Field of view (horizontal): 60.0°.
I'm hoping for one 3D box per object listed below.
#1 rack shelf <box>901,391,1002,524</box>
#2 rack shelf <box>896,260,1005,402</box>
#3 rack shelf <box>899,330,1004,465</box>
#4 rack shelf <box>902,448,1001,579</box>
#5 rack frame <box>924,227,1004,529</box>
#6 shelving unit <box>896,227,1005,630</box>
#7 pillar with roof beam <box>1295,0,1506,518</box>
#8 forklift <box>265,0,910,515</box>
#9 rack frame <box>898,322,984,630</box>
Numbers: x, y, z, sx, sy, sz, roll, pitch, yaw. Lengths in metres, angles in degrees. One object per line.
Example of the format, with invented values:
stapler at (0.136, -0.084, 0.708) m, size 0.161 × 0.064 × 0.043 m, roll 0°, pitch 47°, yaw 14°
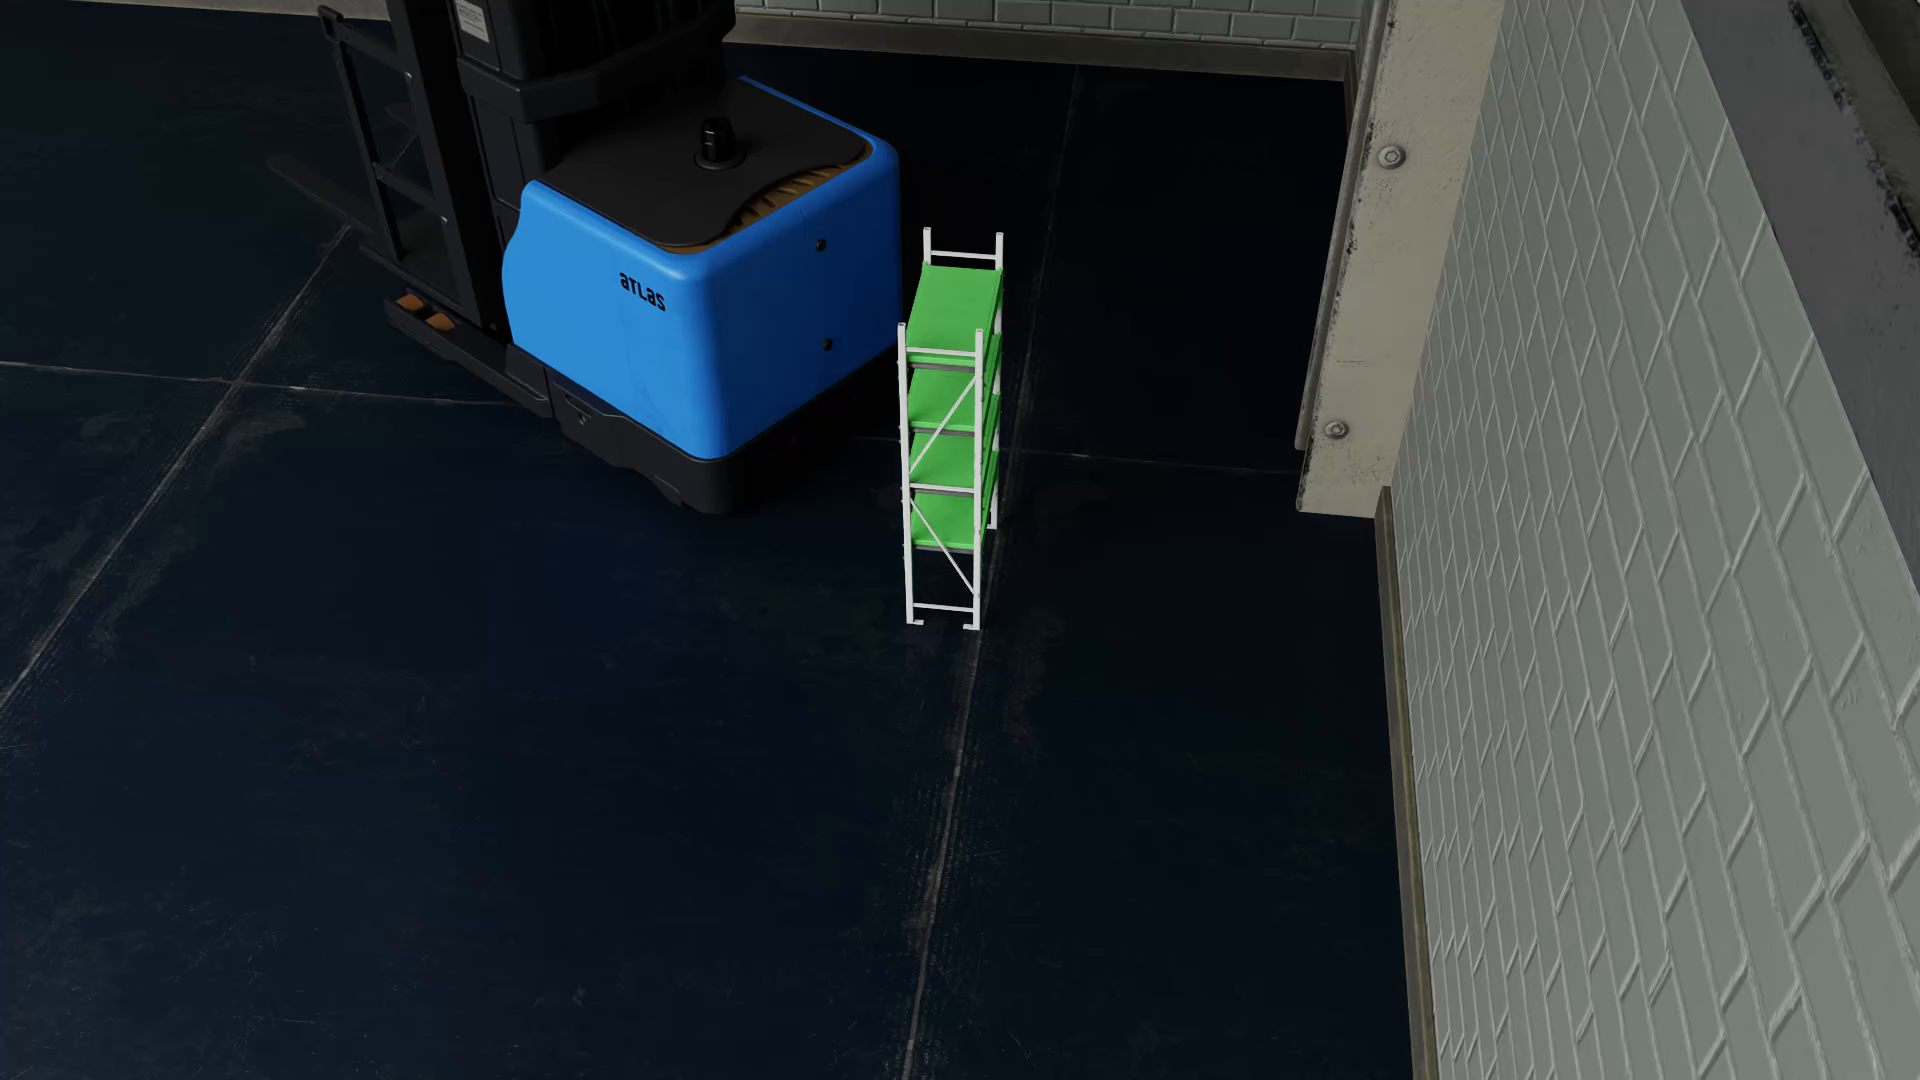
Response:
rack shelf at (-0.022, -0.276, 5.262) m, size 0.258 × 0.148 × 0.480 m, roll 5°, pitch 44°, yaw 6°
rack shelf at (-0.022, -0.625, 4.932) m, size 0.258 × 0.148 × 0.480 m, roll 5°, pitch 44°, yaw 6°
rack shelf at (-0.022, -0.451, 5.097) m, size 0.258 × 0.148 × 0.480 m, roll 5°, pitch 44°, yaw 6°
rack shelf at (-0.022, -0.102, 5.427) m, size 0.258 × 0.148 × 0.480 m, roll 5°, pitch 44°, yaw 6°
rack frame at (0.010, -0.489, 5.394) m, size 0.240 × 1.200 × 0.015 m, roll 5°, pitch 44°, yaw 6°
shelving unit at (-0.022, -0.323, 5.218) m, size 0.258 × 1.200 × 0.503 m, roll 5°, pitch 44°, yaw 6°
pillar with roof beam at (-2.903, -3.882, 3.305) m, size 9.100 × 9.000 × 0.400 m, roll 5°, pitch 44°, yaw 6°
forklift at (-1.630, -2.025, 5.757) m, size 3.031 × 2.935 × 1.130 m, roll 31°, pitch 51°, yaw 29°
rack frame at (-0.054, -0.157, 5.043) m, size 0.240 × 1.200 × 0.015 m, roll 5°, pitch 44°, yaw 6°
